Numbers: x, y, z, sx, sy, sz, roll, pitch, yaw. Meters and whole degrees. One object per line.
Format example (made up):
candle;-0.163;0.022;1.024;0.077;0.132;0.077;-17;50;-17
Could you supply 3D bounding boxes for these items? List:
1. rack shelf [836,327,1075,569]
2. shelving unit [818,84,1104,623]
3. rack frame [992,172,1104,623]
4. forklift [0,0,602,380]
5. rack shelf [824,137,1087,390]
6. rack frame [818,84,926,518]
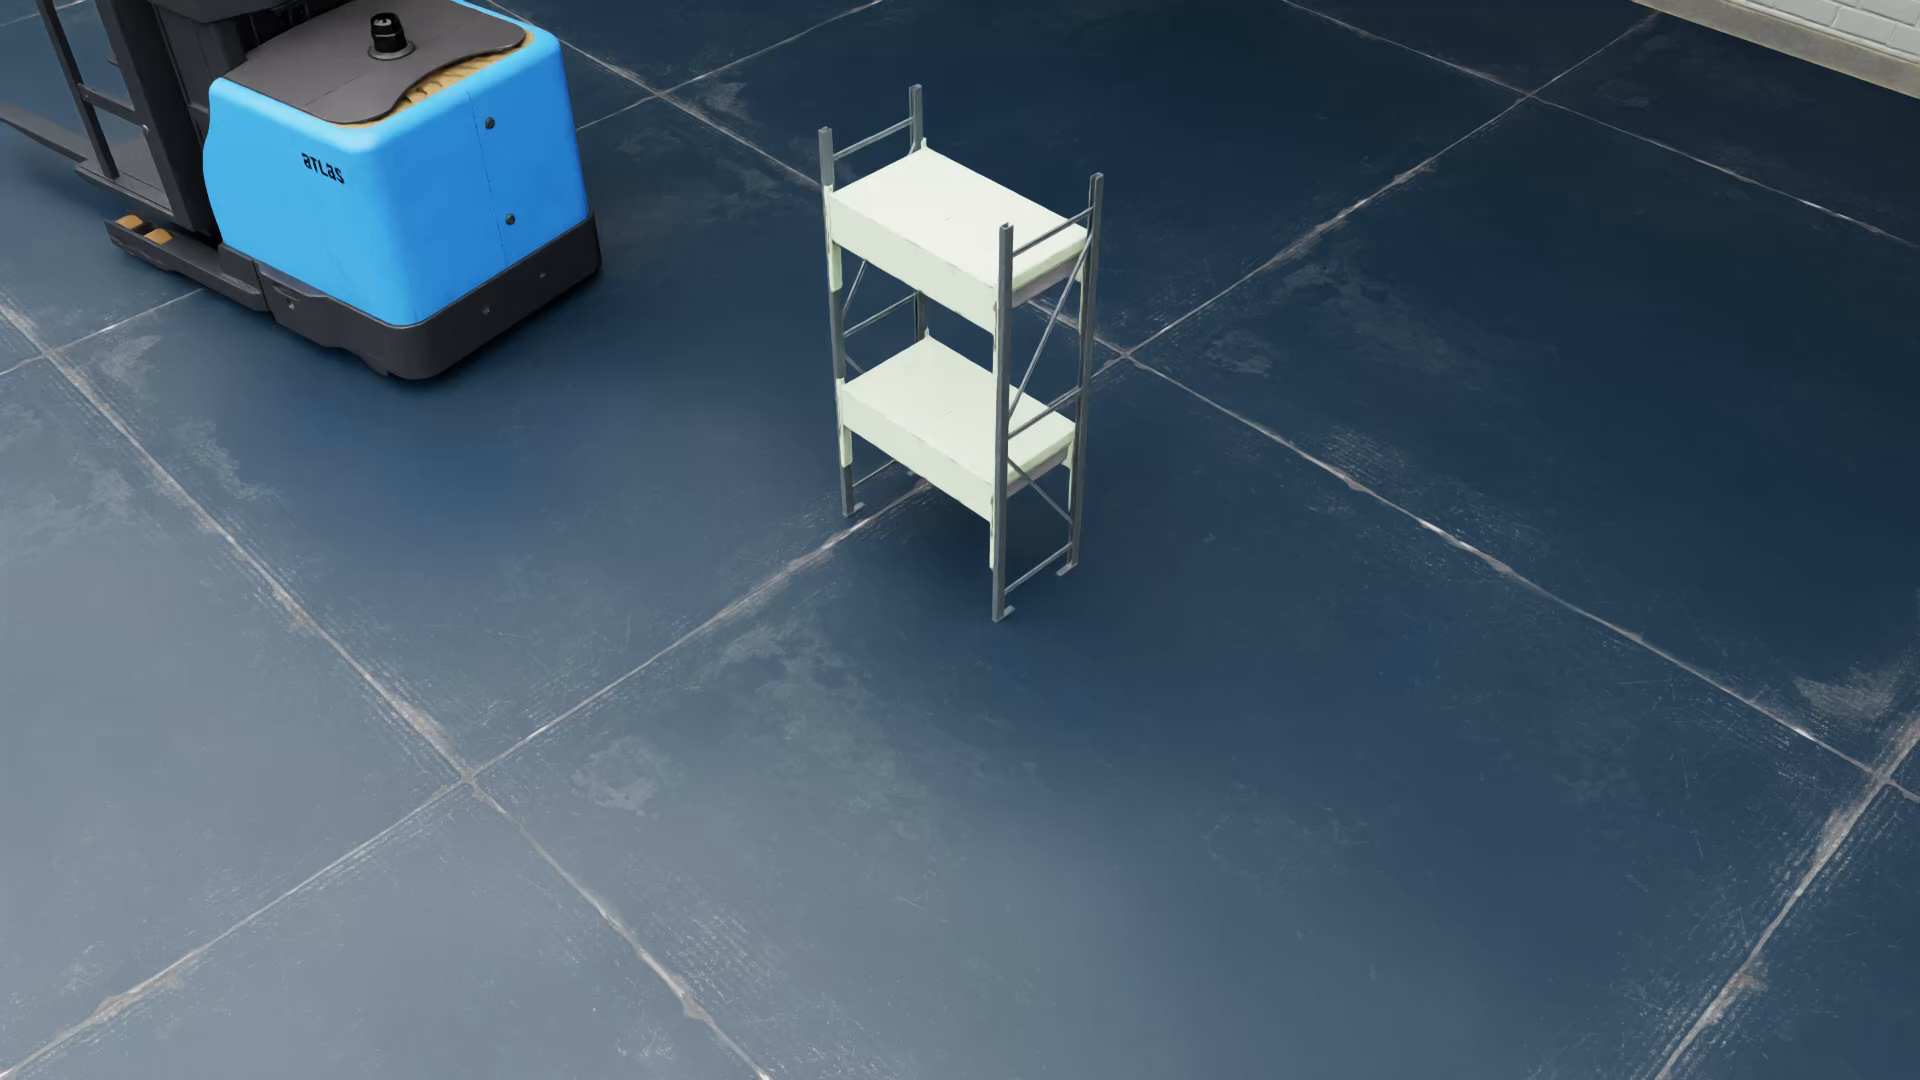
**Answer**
rack shelf;-0.005;-0.315;5.466;0.431;0.370;0.720;-34;53;-31
shelving unit;-0.005;-0.554;5.244;0.431;1.500;0.755;-34;53;-31
rack frame;0.254;-0.378;5.054;0.400;1.500;0.023;-34;53;-31
forklift;-2.985;-2.479;6.274;3.031;2.935;1.130;25;48;25
rack shelf;-0.005;-0.841;4.980;0.431;0.370;0.720;-34;53;-31
rack frame;-0.263;-0.730;5.435;0.400;1.500;0.023;-34;53;-31
